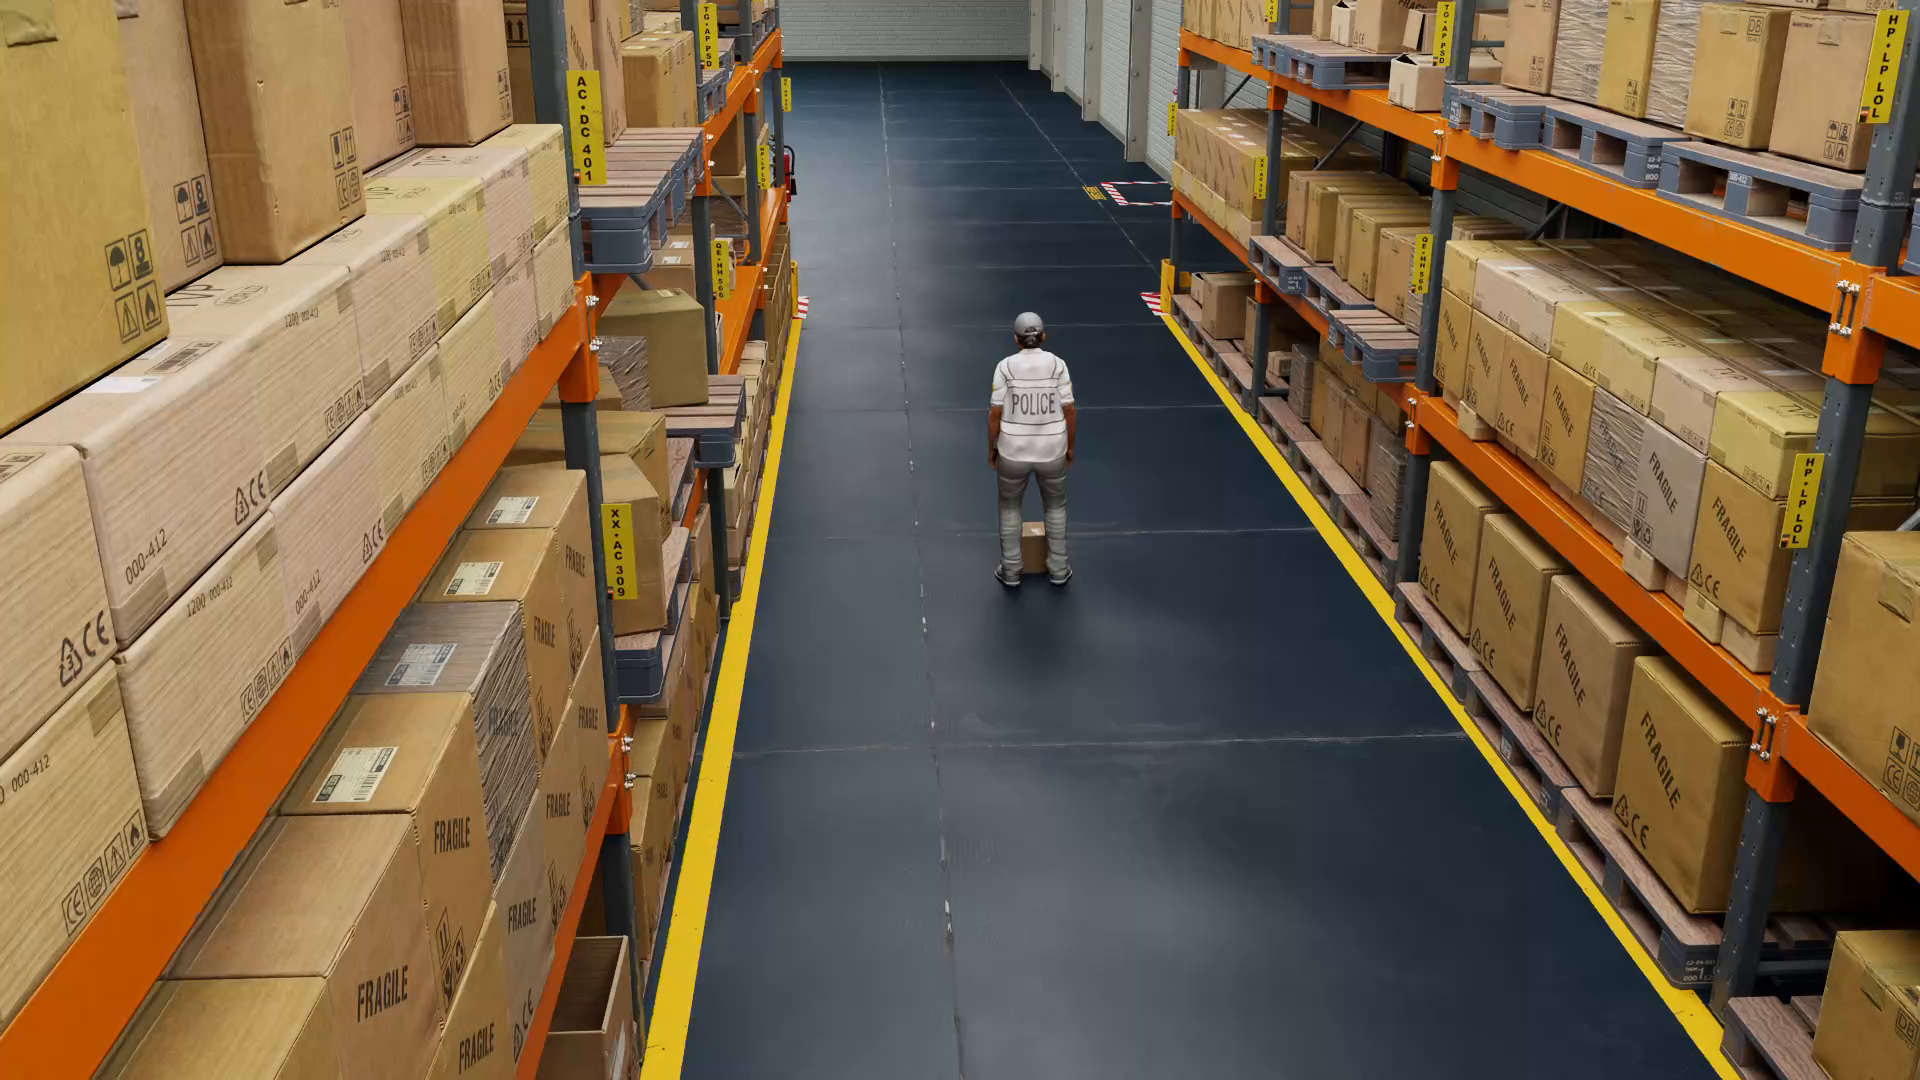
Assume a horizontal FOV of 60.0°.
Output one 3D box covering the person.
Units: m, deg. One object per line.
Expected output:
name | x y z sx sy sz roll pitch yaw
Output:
person | 0.434 -0.536 9.998 0.538 1.666 0.465 -1 21 -3
